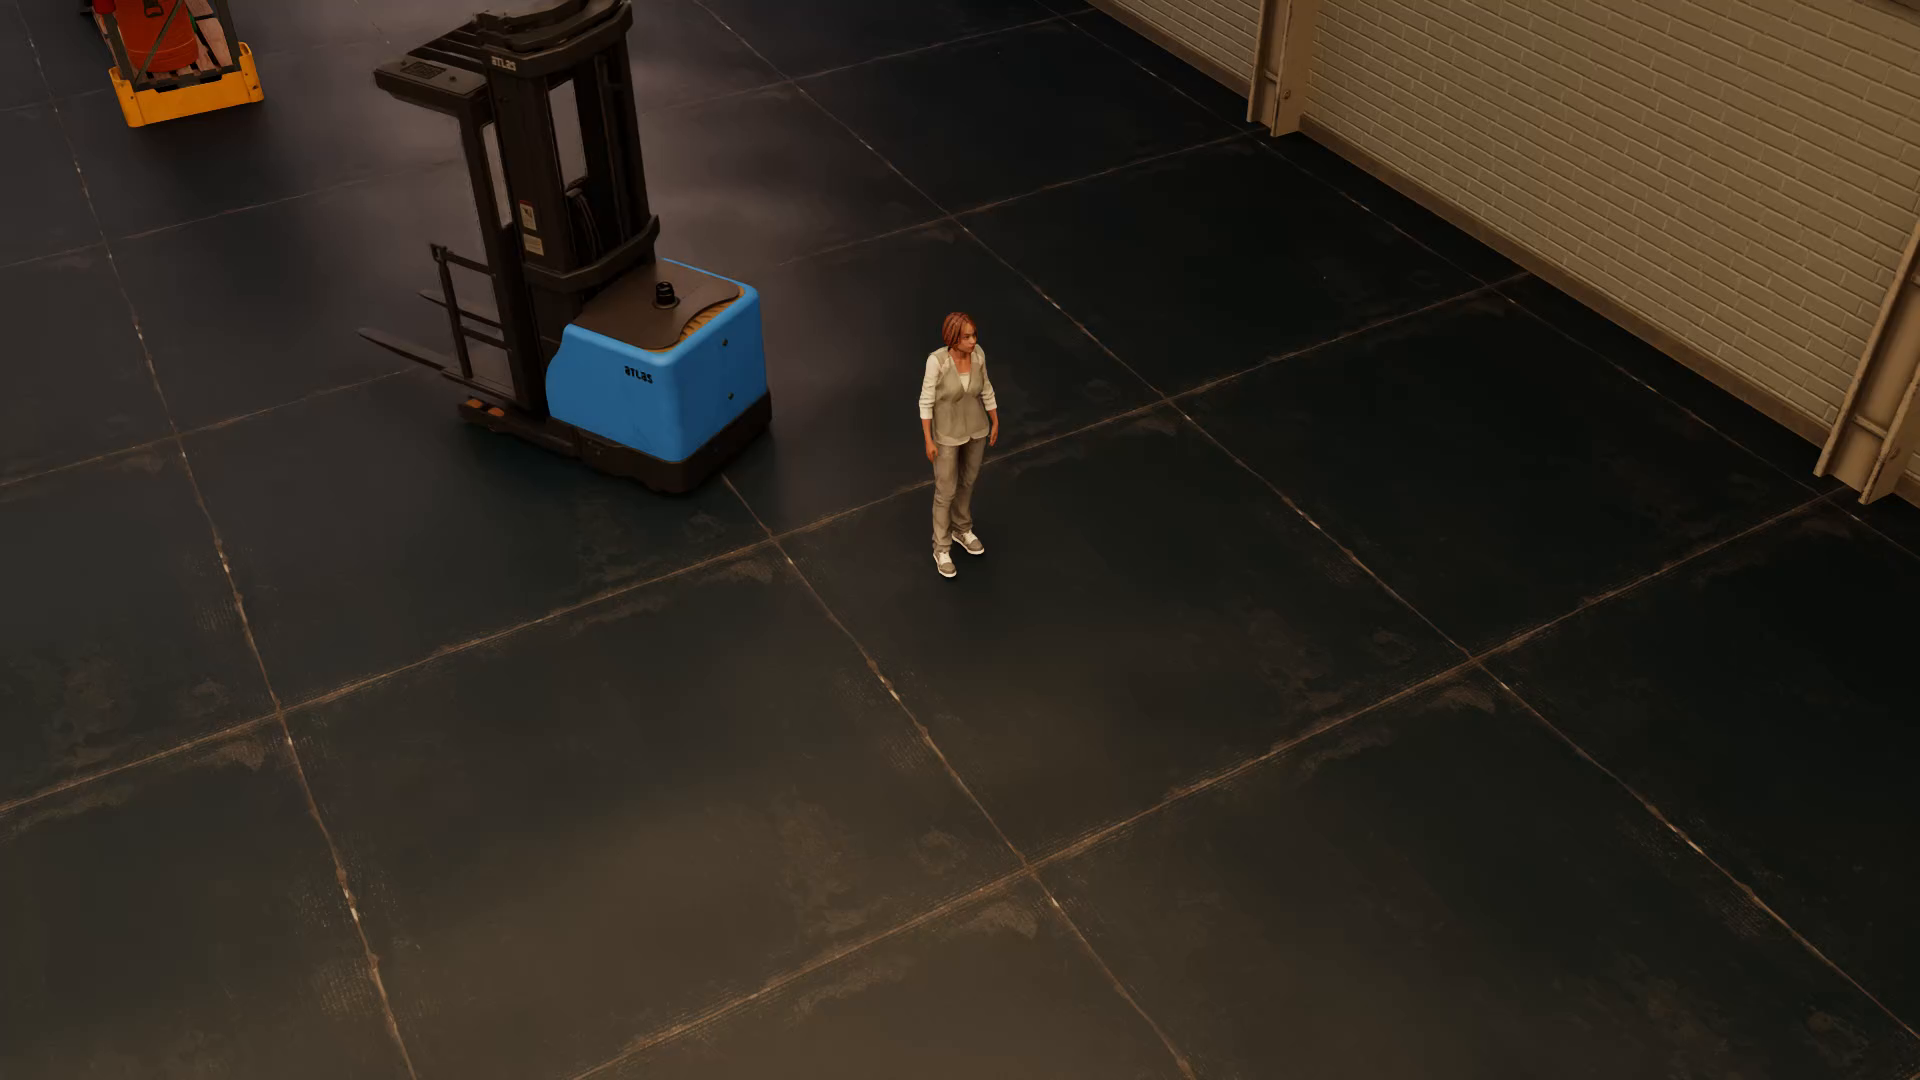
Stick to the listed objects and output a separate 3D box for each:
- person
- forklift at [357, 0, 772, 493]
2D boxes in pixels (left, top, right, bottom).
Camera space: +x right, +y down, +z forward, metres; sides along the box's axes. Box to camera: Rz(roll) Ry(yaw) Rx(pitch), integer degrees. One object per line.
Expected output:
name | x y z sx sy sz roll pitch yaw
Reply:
person | 0.026 -0.574 9.763 0.521 1.599 0.473 -20 44 -23
forklift | -2.796 -2.123 10.596 3.031 2.935 1.130 21 44 23
